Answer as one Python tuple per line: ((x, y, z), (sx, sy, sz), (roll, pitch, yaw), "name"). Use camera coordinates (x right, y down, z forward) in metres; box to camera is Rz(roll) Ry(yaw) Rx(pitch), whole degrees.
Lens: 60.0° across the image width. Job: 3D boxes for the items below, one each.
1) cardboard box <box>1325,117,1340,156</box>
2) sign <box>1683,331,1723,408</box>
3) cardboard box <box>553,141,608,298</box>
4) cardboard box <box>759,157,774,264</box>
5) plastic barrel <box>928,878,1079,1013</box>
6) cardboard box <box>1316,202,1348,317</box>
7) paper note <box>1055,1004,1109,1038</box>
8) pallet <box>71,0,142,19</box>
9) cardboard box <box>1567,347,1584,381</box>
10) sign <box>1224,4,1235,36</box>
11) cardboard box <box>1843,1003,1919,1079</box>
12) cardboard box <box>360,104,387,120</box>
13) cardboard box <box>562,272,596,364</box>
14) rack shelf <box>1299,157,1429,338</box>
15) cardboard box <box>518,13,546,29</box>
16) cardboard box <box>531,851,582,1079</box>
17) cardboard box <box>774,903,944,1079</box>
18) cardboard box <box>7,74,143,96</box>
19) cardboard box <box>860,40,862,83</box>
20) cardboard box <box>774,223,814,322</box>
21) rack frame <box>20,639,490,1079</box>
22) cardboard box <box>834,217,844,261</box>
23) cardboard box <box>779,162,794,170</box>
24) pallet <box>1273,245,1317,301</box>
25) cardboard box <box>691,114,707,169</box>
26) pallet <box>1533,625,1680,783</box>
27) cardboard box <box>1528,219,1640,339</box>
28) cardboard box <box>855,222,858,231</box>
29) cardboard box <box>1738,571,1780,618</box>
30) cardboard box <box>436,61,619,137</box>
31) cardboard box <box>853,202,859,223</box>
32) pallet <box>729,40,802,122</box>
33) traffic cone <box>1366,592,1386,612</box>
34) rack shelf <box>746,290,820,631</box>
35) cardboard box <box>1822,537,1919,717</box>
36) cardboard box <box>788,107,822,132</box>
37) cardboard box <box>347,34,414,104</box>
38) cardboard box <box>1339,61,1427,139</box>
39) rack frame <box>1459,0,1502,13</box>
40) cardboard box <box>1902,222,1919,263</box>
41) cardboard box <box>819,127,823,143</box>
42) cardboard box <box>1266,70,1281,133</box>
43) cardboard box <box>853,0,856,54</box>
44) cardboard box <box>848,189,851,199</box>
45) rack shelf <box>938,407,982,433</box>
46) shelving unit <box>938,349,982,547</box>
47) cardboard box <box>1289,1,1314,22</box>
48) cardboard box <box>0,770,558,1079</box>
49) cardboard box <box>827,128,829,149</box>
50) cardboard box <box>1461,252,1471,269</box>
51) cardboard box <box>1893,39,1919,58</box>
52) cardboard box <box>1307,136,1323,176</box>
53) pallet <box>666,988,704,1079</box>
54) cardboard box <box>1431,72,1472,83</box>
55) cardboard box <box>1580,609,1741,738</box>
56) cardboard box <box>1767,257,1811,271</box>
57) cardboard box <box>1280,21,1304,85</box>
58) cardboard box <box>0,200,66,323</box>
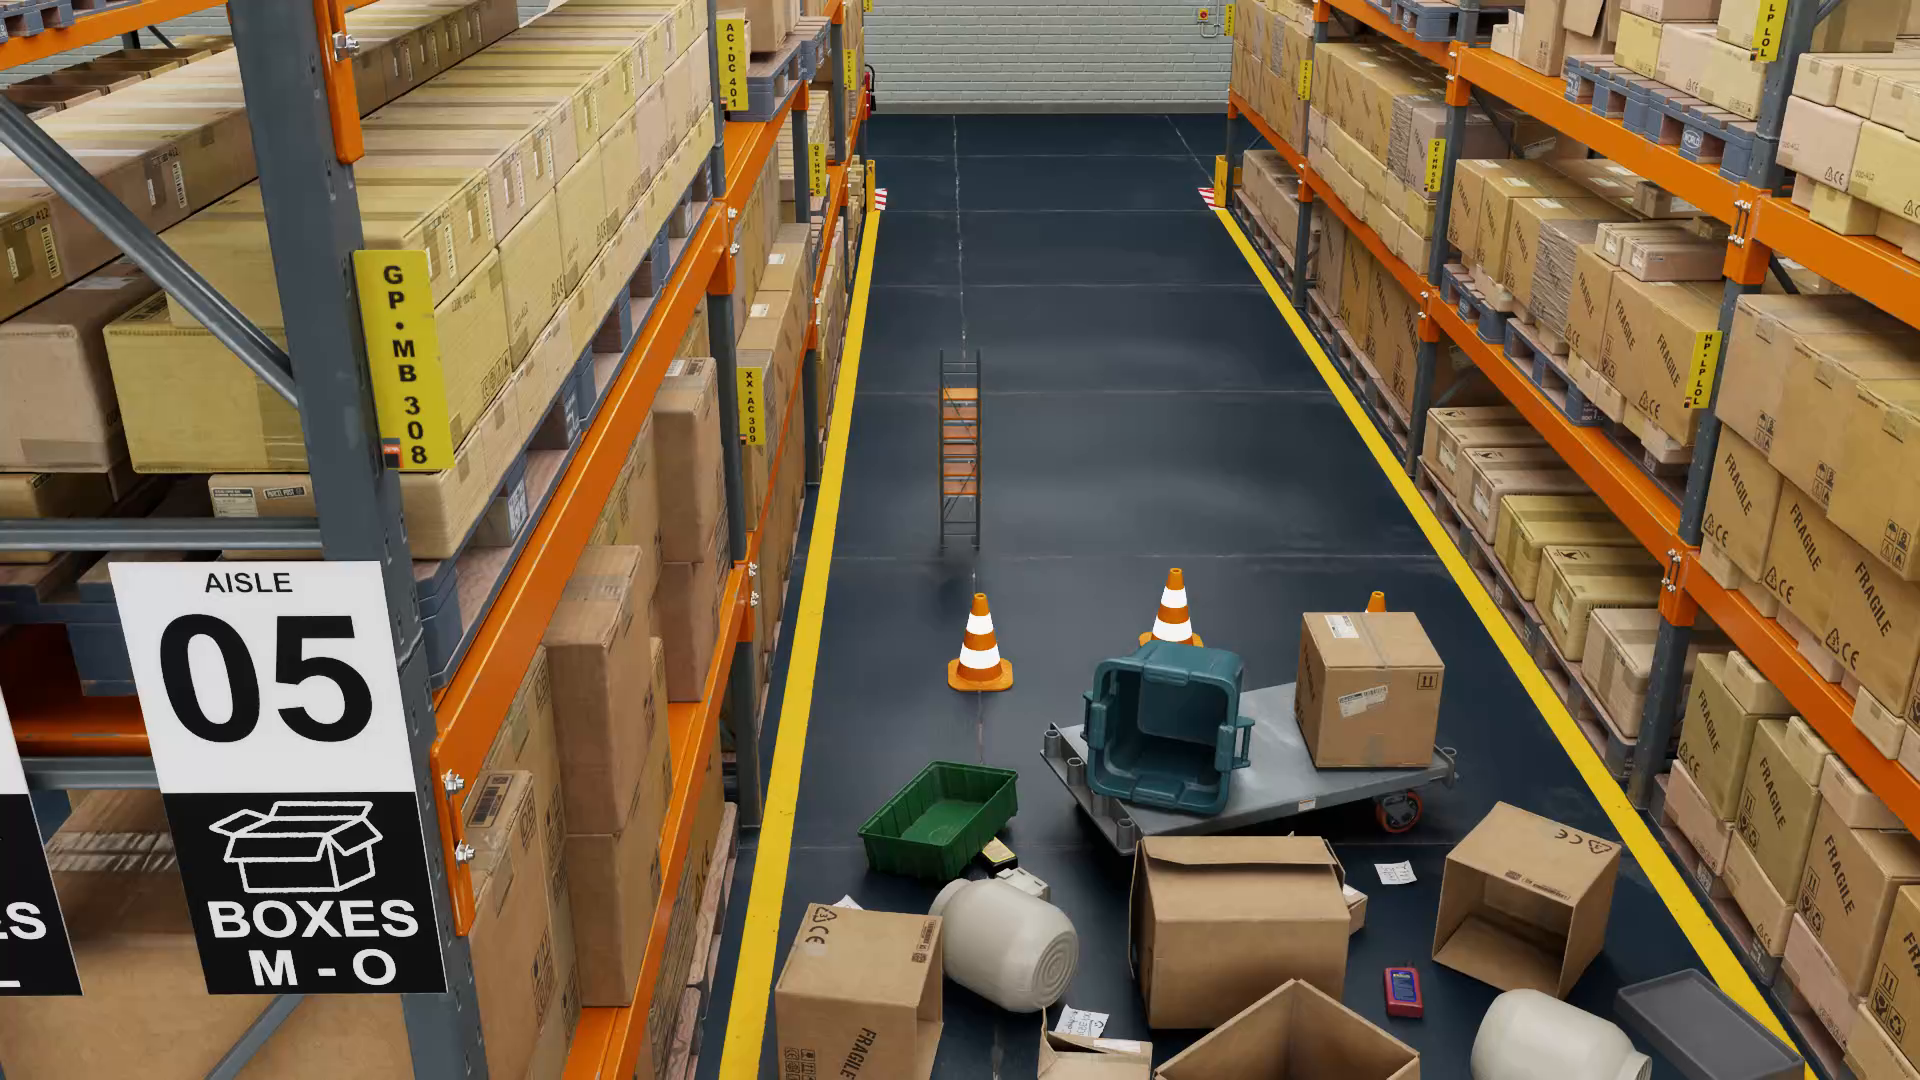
((3.228, -3.223, 13.311), (0.500, 0.250, 0.500), (0, 24, 0), "cardboard box")
((3.004, -0.688, 6.725), (0.100, 0.325, 0.005), (0, 24, -1), "sign")
((-1.108, -0.740, 3.796), (0.500, 0.250, 0.500), (0, 24, -1), "cardboard box")
((-1.432, -1.856, 9.379), (0.700, 0.500, 0.500), (-1, 24, -1), "cardboard box")
((0.157, 1.534, 6.344), (0.512, 0.421, 0.421), (19, 30, 35), "plastic barrel")
((3.558, -2.429, 14.049), (0.875, 0.875, 0.875), (0, 24, 1), "cardboard box")
((0.455, 1.808, 6.226), (0.172, 0.023, 0.155), (8, 26, 18), "paper note")
((-6.469, -3.774, 11.544), (1.003, 0.211, 1.213), (1, 24, 2), "pallet")
((3.281, -0.872, 8.334), (0.380, 0.149, 0.250), (0, 24, -1), "cardboard box")
((2.873, -5.539, 17.711), (0.100, 0.325, 0.005), (0, 24, -1), "sign")
((3.316, 1.785, 5.491), (0.500, 0.250, 0.500), (-1, 24, -2), "cardboard box")
((-1.645, -0.944, 4.247), (0.500, 0.250, 0.500), (0, 24, 0), "cardboard box")
((-1.041, -0.500, 3.749), (0.380, 0.149, 0.250), (0, 24, 0), "cardboard box")
((3.493, -2.309, 12.588), (1.077, 0.370, 4.000), (0, 24, -1), "rack shelf")
((-1.623, -2.143, 7.260), (0.500, 0.250, 0.500), (0, 24, -1), "cardboard box")
((-1.423, 1.101, 3.995), (0.875, 0.550, 0.550), (0, 24, -1), "cardboard box")
((-0.347, 1.673, 5.942), (0.500, 0.500, 0.500), (4, 25, 9), "cardboard box")
((-6.404, -3.117, 12.162), (0.797, 0.503, 0.637), (1, 24, 1), "cardboard box")
((-1.258, -4.830, 16.806), (0.500, 0.500, 0.500), (-1, 24, -1), "cardboard box")
((-1.160, -1.610, 10.048), (0.500, 0.500, 0.500), (0, 24, -1), "cardboard box")
((-1.346, 1.548, 3.187), (1.000, 3.000, 0.127), (0, 24, -1), "rack frame")
((-1.216, -2.485, 13.718), (0.500, 0.250, 0.500), (-1, 24, -2), "cardboard box")
((-1.250, -2.398, 10.986), (0.380, 0.149, 0.250), (-1, 24, -2), "cardboard box")
((3.542, -2.504, 15.530), (1.003, 0.211, 1.213), (0, 24, -1), "pallet")
((-1.063, -1.337, 5.600), (0.380, 0.149, 0.250), (0, 24, 0), "cardboard box")
((3.549, 0.786, 8.257), (1.003, 0.211, 1.213), (0, 24, -1), "pallet")
((3.312, -1.359, 8.622), (0.500, 0.500, 0.500), (-1, 24, -3), "cardboard box")
((-1.221, -3.187, 16.607), (0.380, 0.149, 0.250), (0, 24, 0), "cardboard box")
((3.296, 0.186, 6.505), (0.380, 0.149, 0.250), (0, 24, 1), "cardboard box")
((-1.047, -1.073, 4.048), (0.380, 0.149, 0.250), (0, 24, 0), "cardboard box")
((-1.189, -3.210, 16.297), (0.380, 0.149, 0.250), (0, 24, 0), "cardboard box")
((-1.358, -2.303, 8.292), (1.003, 0.211, 1.213), (1, 24, 2), "pallet")
((2.145, 0.487, 8.611), (0.336, 0.463, 0.334), (0, 24, -1), "traffic cone")
((-1.412, -0.597, 8.802), (1.077, 0.370, 4.000), (0, 24, -1), "rack shelf")
((3.306, 0.251, 5.572), (0.500, 0.500, 0.500), (0, 24, -1), "cardboard box")
((-1.270, -3.255, 12.880), (0.380, 0.149, 0.250), (0, 24, -1), "cardboard box")
((-1.710, -1.277, 4.499), (0.380, 0.149, 0.250), (0, 24, -1), "cardboard box")
((3.225, -3.363, 12.711), (0.500, 0.500, 0.500), (-1, 24, -2), "cardboard box")
((3.515, -4.546, 9.381), (1.000, 3.000, 0.127), (0, 24, -1), "rack frame")
((3.340, -0.974, 5.428), (0.380, 0.149, 0.250), (0, 24, 1), "cardboard box")
((-1.264, -3.123, 12.948), (0.380, 0.149, 0.250), (-1, 24, -2), "cardboard box")
((3.180, -4.115, 15.588), (0.500, 0.500, 0.500), (-1, 24, -1), "cardboard box")
((-1.238, -4.853, 15.645), (0.500, 0.500, 0.500), (-1, 24, -2), "cardboard box")
((-1.265, -3.347, 16.239), (0.380, 0.149, 0.250), (0, 24, 0), "cardboard box")
((0.000, -0.719, 9.909), (0.258, 0.103, 0.180), (0, 24, -1), "rack shelf")
((0.000, -0.541, 9.990), (0.258, 1.200, 0.189), (0, 24, -1), "shelving unit")
((3.203, -4.802, 15.105), (0.380, 0.149, 0.250), (0, 24, -1), "cardboard box")
((-1.311, 0.835, 3.272), (0.875, 0.550, 0.550), (0, 24, -1), "cardboard box")
((-1.275, -3.311, 13.726), (0.380, 0.149, 0.250), (-1, 24, -2), "cardboard box")
((3.333, -1.754, 10.284), (0.380, 0.149, 0.250), (-2, 24, -4), "cardboard box")
((3.953, -1.896, 6.835), (0.500, 0.250, 0.500), (-1, 24, -2), "cardboard box")
((3.212, -3.210, 13.889), (0.500, 0.250, 0.500), (-1, 24, -2), "cardboard box")
((-1.443, 1.988, 5.598), (1.003, 0.211, 1.213), (0, 24, -1), "pallet")
((3.747, -3.143, 12.225), (0.500, 0.500, 0.500), (0, 24, 0), "cardboard box")
((3.551, 0.626, 7.906), (0.950, 0.372, 0.625), (0, 24, 0), "cardboard box")
((3.843, -1.141, 8.141), (0.500, 0.500, 0.500), (0, 24, -1), "cardboard box")
((3.193, -4.364, 14.924), (0.500, 0.500, 0.500), (-1, 24, -1), "cardboard box")
((-1.689, -0.442, 2.653), (0.380, 0.149, 0.250), (0, 24, 0), "cardboard box")
